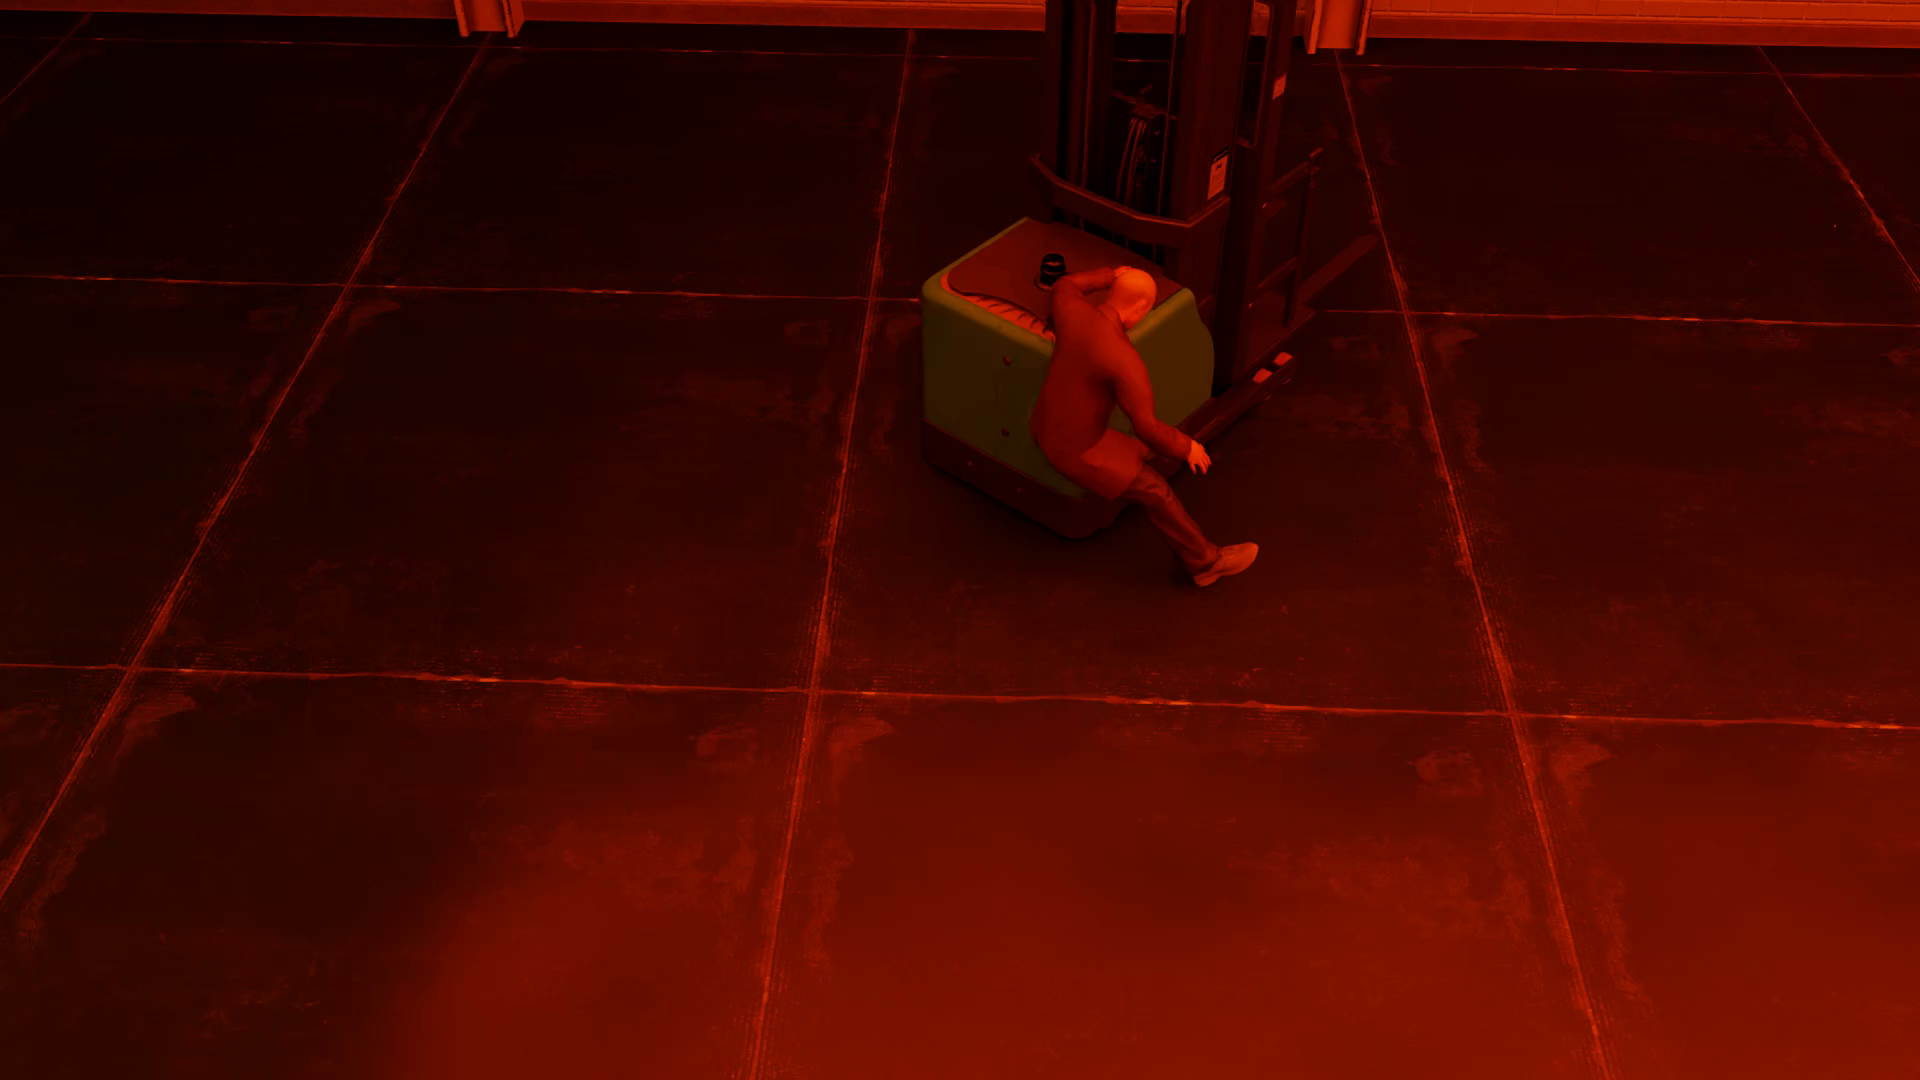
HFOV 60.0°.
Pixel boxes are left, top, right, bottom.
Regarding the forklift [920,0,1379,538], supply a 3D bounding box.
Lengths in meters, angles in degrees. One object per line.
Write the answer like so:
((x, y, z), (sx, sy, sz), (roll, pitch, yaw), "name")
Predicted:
((1.147, -2.011, 7.945), (1.130, 2.935, 3.031), (30, 50, 29), "forklift")

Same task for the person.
((0.713, -0.586, 7.513), (1.007, 1.441, 1.240), (-11, 43, -11), "person")
